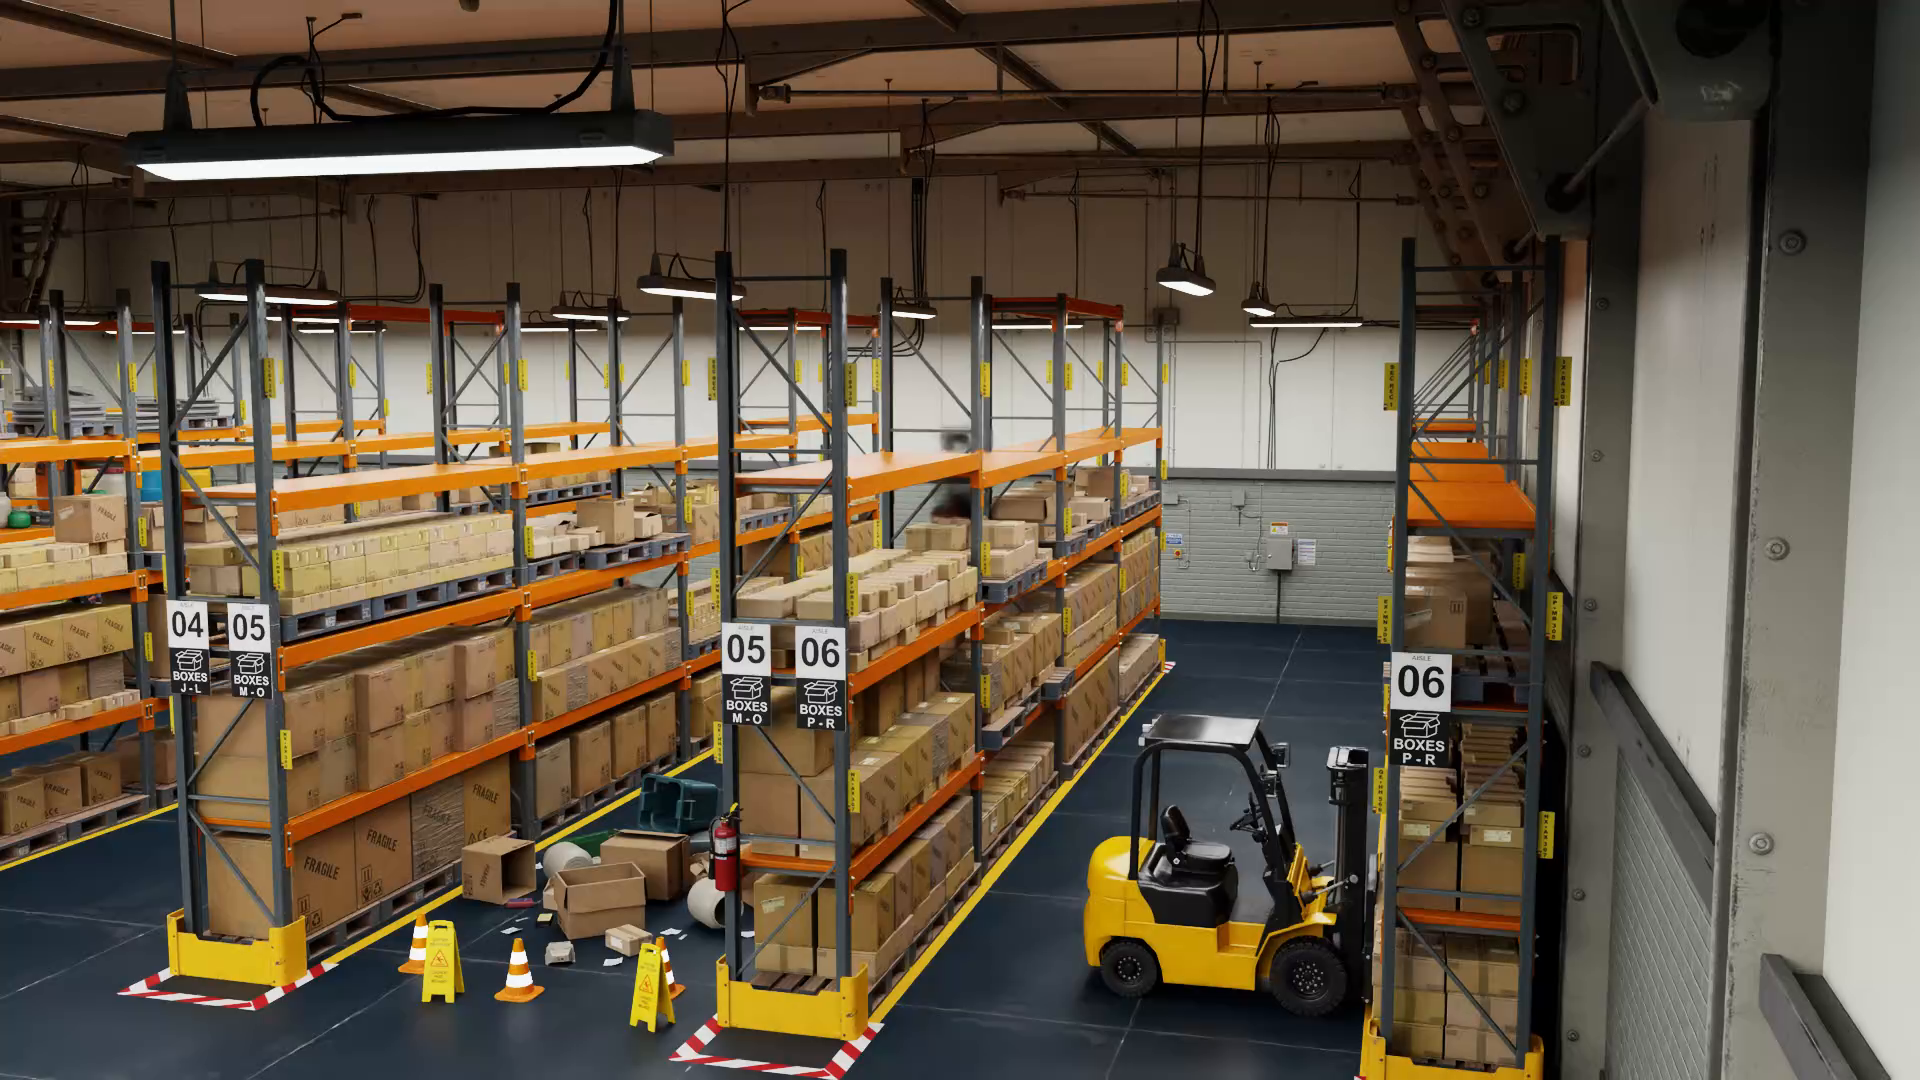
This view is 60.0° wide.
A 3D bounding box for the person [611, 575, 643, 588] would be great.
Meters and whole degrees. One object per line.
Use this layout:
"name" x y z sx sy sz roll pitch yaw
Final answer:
"person" -5.577 1.356 27.836 0.716 1.766 0.929 1 6 6
